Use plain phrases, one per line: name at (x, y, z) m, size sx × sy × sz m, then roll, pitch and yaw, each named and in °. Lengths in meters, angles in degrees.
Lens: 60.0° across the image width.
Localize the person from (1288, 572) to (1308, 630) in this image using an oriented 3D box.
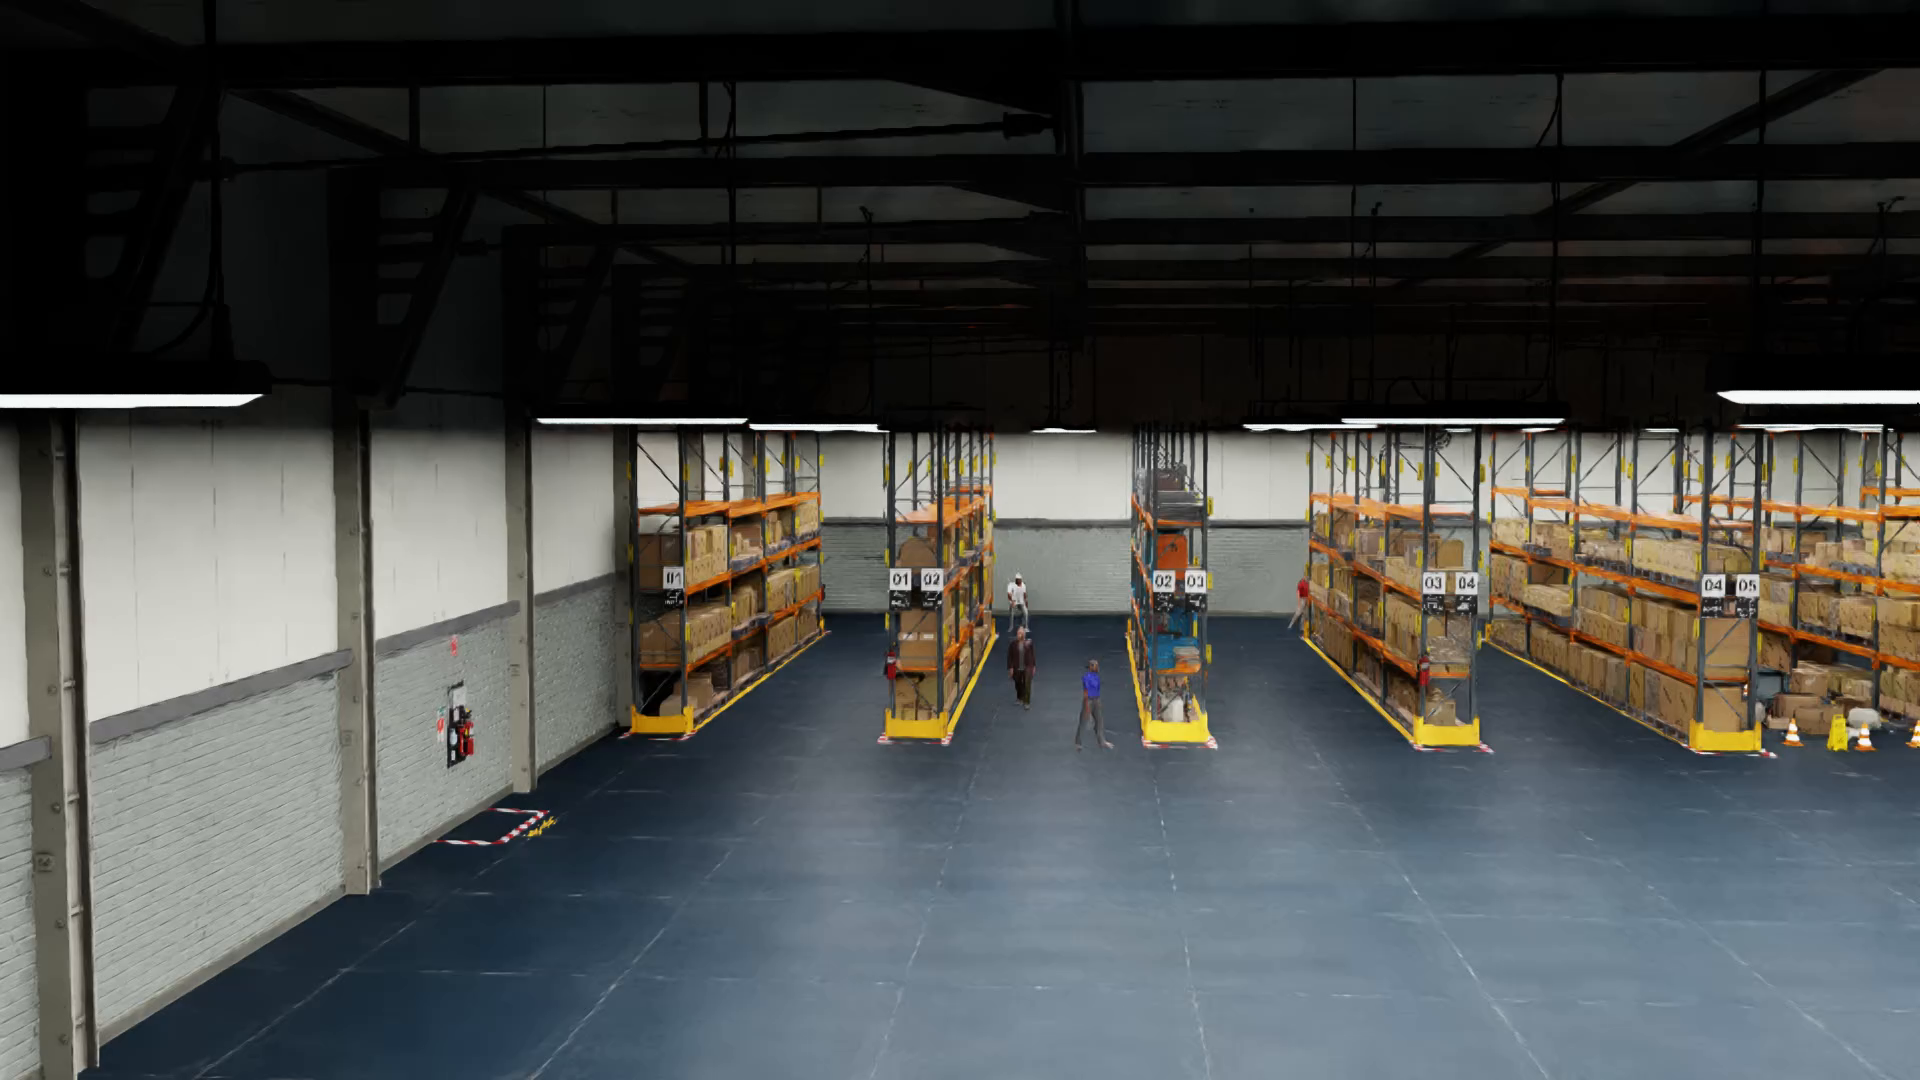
person at (9.948, 1.791, 48.570) m, size 0.729 × 1.719 × 0.543 m, roll -3°, pitch 4°, yaw -36°

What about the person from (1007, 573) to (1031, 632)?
person at (1.668, 1.809, 48.189) m, size 0.696 × 1.716 × 0.732 m, roll -1°, pitch 4°, yaw -19°

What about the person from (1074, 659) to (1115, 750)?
person at (2.415, 3.025, 30.258) m, size 0.555 × 1.543 × 0.697 m, roll 3°, pitch 5°, yaw 40°

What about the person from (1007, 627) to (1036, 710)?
person at (1.280, 2.657, 34.727) m, size 0.598 × 1.698 × 1.193 m, roll 0°, pitch 4°, yaw 7°
